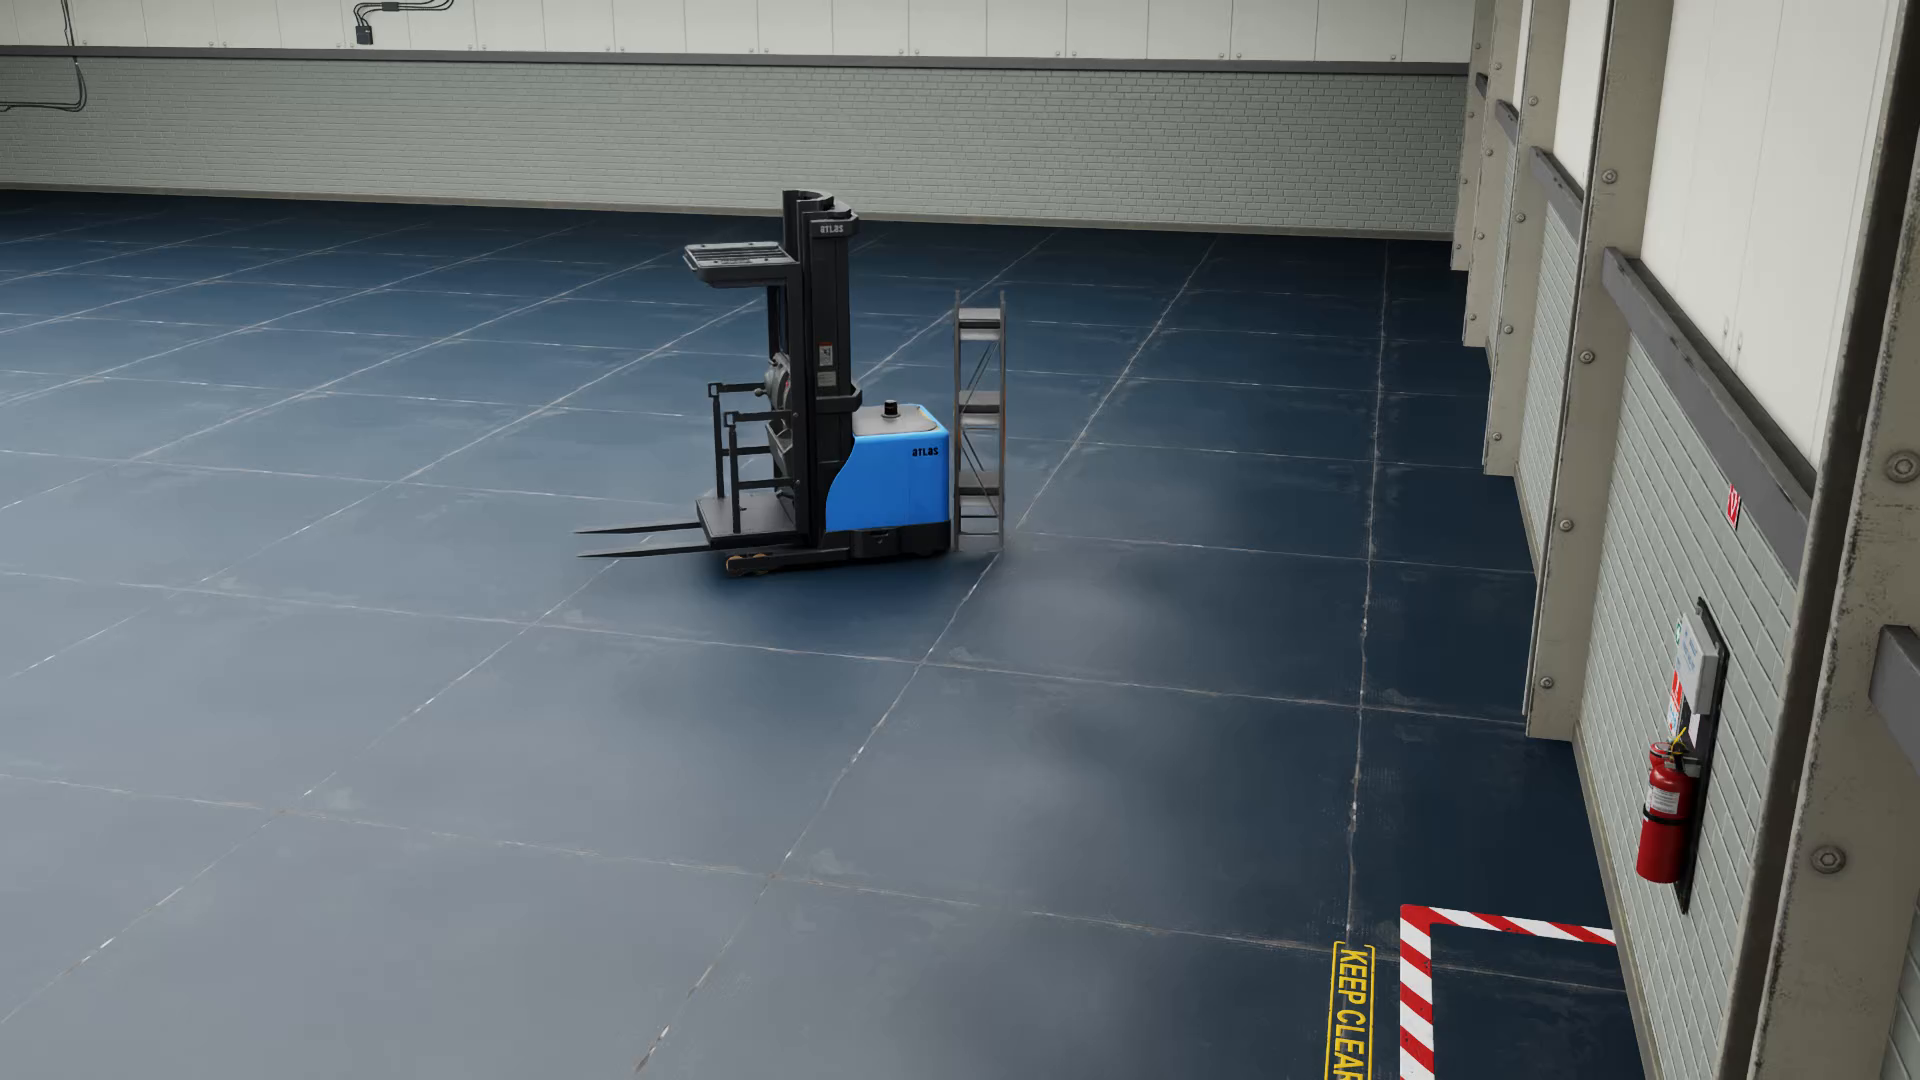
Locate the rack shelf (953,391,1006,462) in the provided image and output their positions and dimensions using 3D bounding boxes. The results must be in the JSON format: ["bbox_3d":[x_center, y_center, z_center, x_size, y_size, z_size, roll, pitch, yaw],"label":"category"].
[{"bbox_3d":[0.160,-0.966,13.808,0.431,0.518,0.480,0,19,1],"label":"rack shelf"}]

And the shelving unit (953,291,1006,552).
[{"bbox_3d":[0.160,-0.979,13.804,0.431,2.100,0.503,0,19,1],"label":"shelving unit"}]

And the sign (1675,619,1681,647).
[{"bbox_3d":[3.188,0.454,7.343,0.001,0.109,0.331,5,19,13],"label":"sign"}]

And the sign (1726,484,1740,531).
[{"bbox_3d":[3.062,-0.206,6.562,0.001,0.298,0.199,5,19,13],"label":"sign"}]

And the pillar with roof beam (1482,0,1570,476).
[{"bbox_3d":[1.080,-5.283,15.731,9.100,9.000,0.400,5,19,13],"label":"pillar with roof beam"}]

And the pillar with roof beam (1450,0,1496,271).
[{"bbox_3d":[4.012,-9.044,26.743,9.100,9.000,0.400,5,19,13],"label":"pillar with roof beam"}]

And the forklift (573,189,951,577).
[{"bbox_3d":[-1.650,-1.282,13.405,3.031,2.935,1.130,-5,19,-14],"label":"forklift"}]

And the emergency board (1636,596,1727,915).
[{"bbox_3d":[2.963,0.886,6.953,0.194,1.169,0.643,5,19,13],"label":"emergency board"}]

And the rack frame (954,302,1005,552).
[{"bbox_3d":[0.156,-0.900,13.573,0.400,2.100,0.015,0,19,1],"label":"rack frame"}]

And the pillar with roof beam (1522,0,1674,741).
[{"bbox_3d":[-0.386,-3.402,10.225,9.100,9.000,0.400,5,19,13],"label":"pillar with roof beam"}]

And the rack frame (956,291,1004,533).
[{"bbox_3d":[0.165,-1.057,14.035,0.400,2.100,0.015,0,19,1],"label":"rack frame"}]

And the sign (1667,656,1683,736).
[{"bbox_3d":[3.198,0.704,7.431,0.001,0.329,0.234,5,19,13],"label":"sign"}]

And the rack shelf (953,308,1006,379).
[{"bbox_3d":[0.160,-1.628,13.582,0.431,0.518,0.480,0,19,1],"label":"rack shelf"}]

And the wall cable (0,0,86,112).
[{"bbox_3d":[-20.357,-10.541,35.930,3.097,2.526,0.112,5,19,13],"label":"wall cable"}]

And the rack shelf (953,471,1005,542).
[{"bbox_3d":[0.160,-0.303,14.034,0.431,0.518,0.480,0,19,1],"label":"rack shelf"}]

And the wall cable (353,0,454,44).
[{"bbox_3d":[-11.155,-12.865,32.669,2.305,6.003,0.169,5,19,13],"label":"wall cable"}]

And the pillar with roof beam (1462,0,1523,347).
[{"bbox_3d":[2.546,-7.163,21.237,9.100,9.000,0.400,5,19,13],"label":"pillar with roof beam"}]
